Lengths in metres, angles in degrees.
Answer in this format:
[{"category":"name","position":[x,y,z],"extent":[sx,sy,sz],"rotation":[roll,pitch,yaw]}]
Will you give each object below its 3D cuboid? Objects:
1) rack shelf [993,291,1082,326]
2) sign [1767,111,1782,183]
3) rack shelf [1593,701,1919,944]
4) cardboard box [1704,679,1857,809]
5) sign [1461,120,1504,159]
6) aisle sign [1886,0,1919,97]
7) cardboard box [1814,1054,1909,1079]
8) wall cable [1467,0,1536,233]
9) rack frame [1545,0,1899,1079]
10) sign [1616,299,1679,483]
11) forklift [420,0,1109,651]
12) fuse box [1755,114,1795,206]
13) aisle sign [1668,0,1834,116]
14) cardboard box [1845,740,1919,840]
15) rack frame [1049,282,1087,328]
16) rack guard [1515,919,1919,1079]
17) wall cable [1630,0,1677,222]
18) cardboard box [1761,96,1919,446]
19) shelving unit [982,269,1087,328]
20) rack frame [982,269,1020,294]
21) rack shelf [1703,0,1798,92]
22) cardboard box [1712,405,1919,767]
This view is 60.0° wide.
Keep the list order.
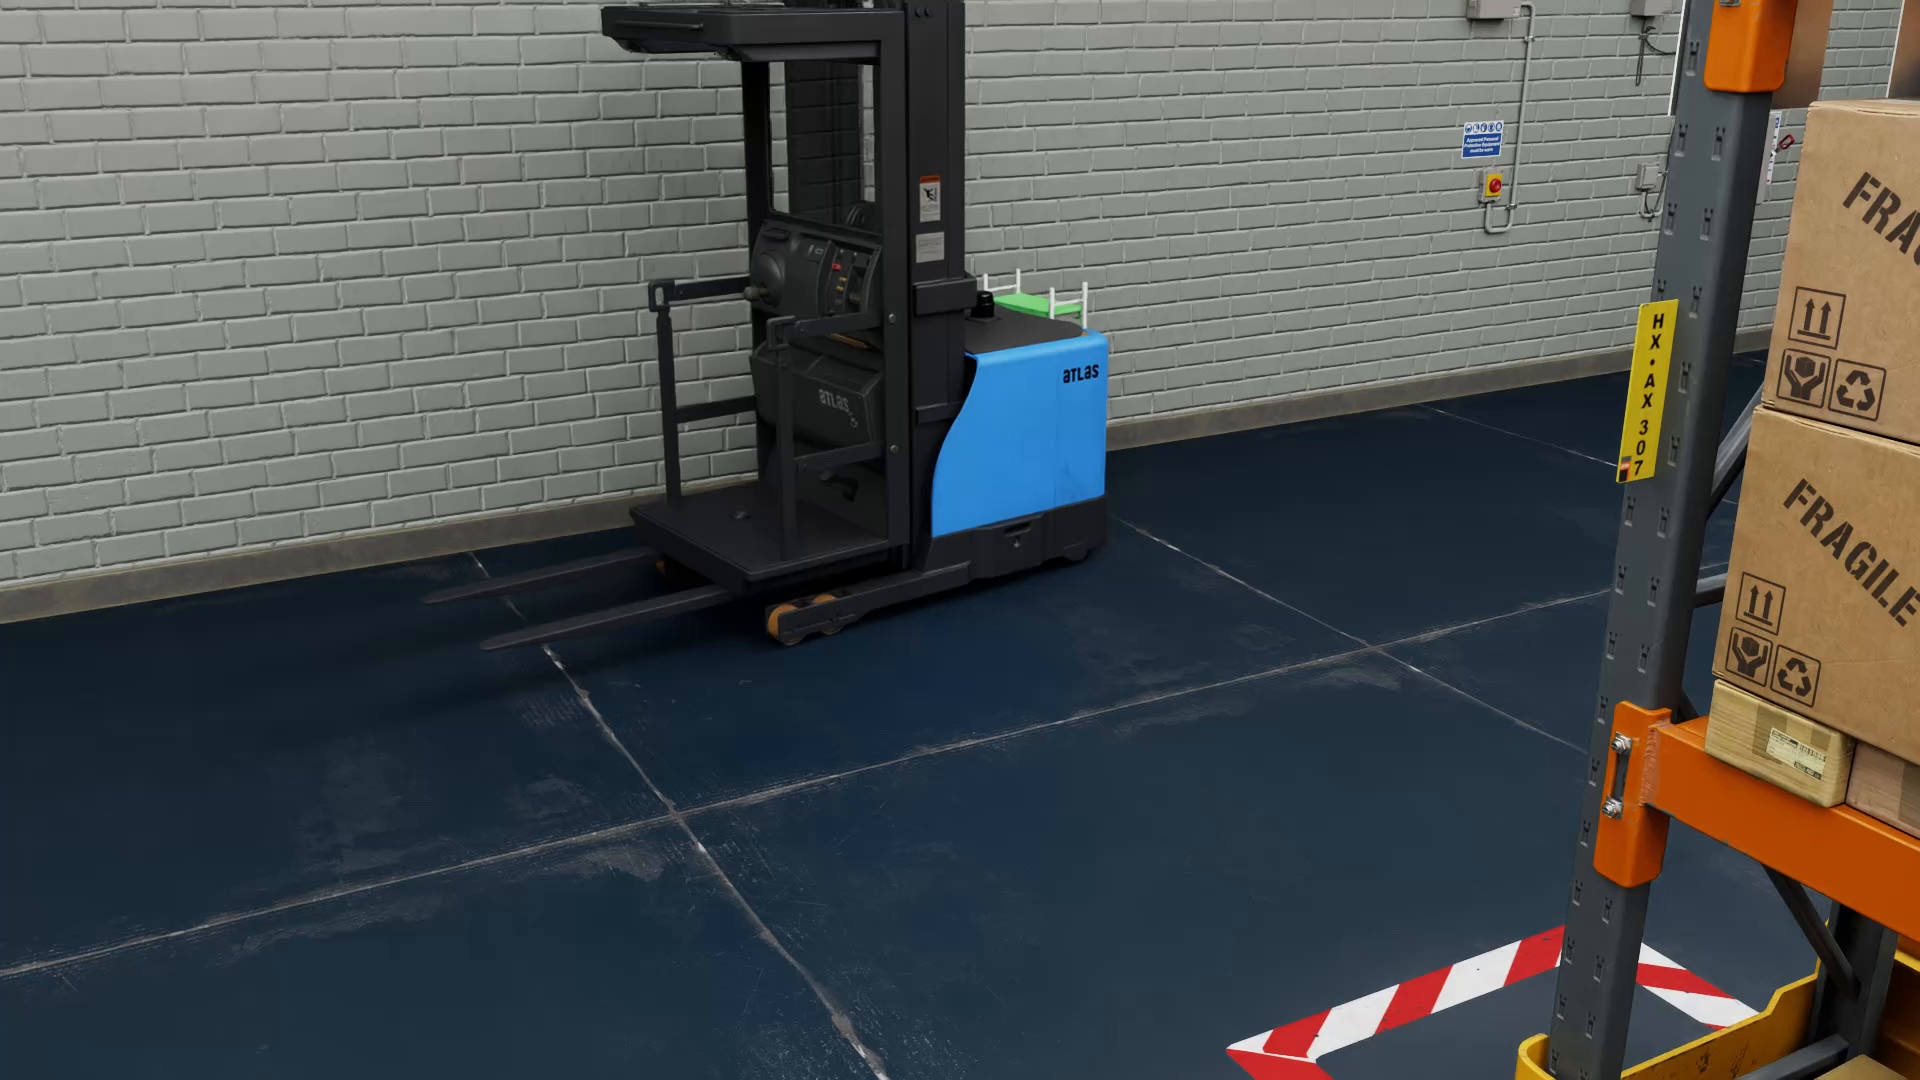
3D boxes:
[{"category":"rack shelf","position":[0.366,-1.116,8.250],"extent":[0.258,0.148,0.480],"rotation":[-15,24,-37]},{"category":"sign","position":[5.572,-2.724,11.574],"extent":[0.329,0.494,0.001],"rotation":[-10,21,-27]},{"category":"rack shelf","position":[2.657,0.975,1.809],"extent":[1.077,0.370,4.000],"rotation":[-10,21,-27]},{"category":"cardboard box","position":[1.573,0.324,2.980],"extent":[0.380,0.149,0.250],"rotation":[-10,21,-27]},{"category":"sign","position":[3.246,-2.488,10.328],"extent":[0.327,0.218,0.001],"rotation":[-10,21,-27]},{"category":"aisle sign","position":[1.937,-1.235,3.127],"extent":[0.394,0.787,0.004],"rotation":[-10,21,-27]},{"category":"cardboard box","position":[1.657,1.132,3.067],"extent":[0.380,0.149,0.250],"rotation":[-11,22,-29]},{"category":"wall cable","position":[3.318,-2.845,10.172],"extent":[0.585,1.953,0.123],"rotation":[-10,21,-27]},{"category":"rack frame","position":[1.704,0.062,3.354],"extent":[0.949,2.616,0.053],"rotation":[-10,21,-27]},{"category":"sign","position":[1.230,-0.264,2.971],"extent":[0.100,0.325,0.005],"rotation":[-10,21,-27]},{"category":"forklift","position":[-0.787,-1.146,6.959],"extent":[3.031,2.935,1.130],"rotation":[-14,23,-35]},{"category":"fuse box","position":[5.235,-2.024,11.374],"extent":[0.539,1.711,0.414],"rotation":[-10,21,-27]},{"category":"aisle sign","position":[1.409,-1.142,2.858],"extent":[0.394,0.787,0.004],"rotation":[-10,21,-27]},{"category":"cardboard box","position":[1.730,0.390,2.787],"extent":[0.380,0.149,0.250],"rotation":[-9,21,-25]},{"category":"rack frame","position":[0.523,-0.662,8.210],"extent":[0.240,1.200,0.015],"rotation":[-15,24,-37]},{"category":"rack guard","position":[1.743,1.264,3.700],"extent":[1.175,0.500,0.348],"rotation":[-10,21,-27]},{"category":"wall cable","position":[4.560,-3.053,10.823],"extent":[0.588,1.984,0.122],"rotation":[-10,21,-27]},{"category":"cardboard box","position":[1.687,-0.430,2.635],"extent":[0.500,0.500,0.500],"rotation":[-10,21,-27]},{"category":"shelving unit","position":[0.366,-0.723,8.386],"extent":[0.258,1.200,0.503],"rotation":[-15,24,-37]},{"category":"rack frame","position":[0.209,-0.784,8.563],"extent":[0.240,1.200,0.015],"rotation":[-15,24,-37]},{"category":"rack shelf","position":[2.657,-0.443,1.320],"extent":[1.077,0.370,4.000],"rotation":[-10,21,-27]},{"category":"cardboard box","position":[1.677,0.045,2.794],"extent":[0.500,0.500,0.500],"rotation":[-9,21,-24]}]
